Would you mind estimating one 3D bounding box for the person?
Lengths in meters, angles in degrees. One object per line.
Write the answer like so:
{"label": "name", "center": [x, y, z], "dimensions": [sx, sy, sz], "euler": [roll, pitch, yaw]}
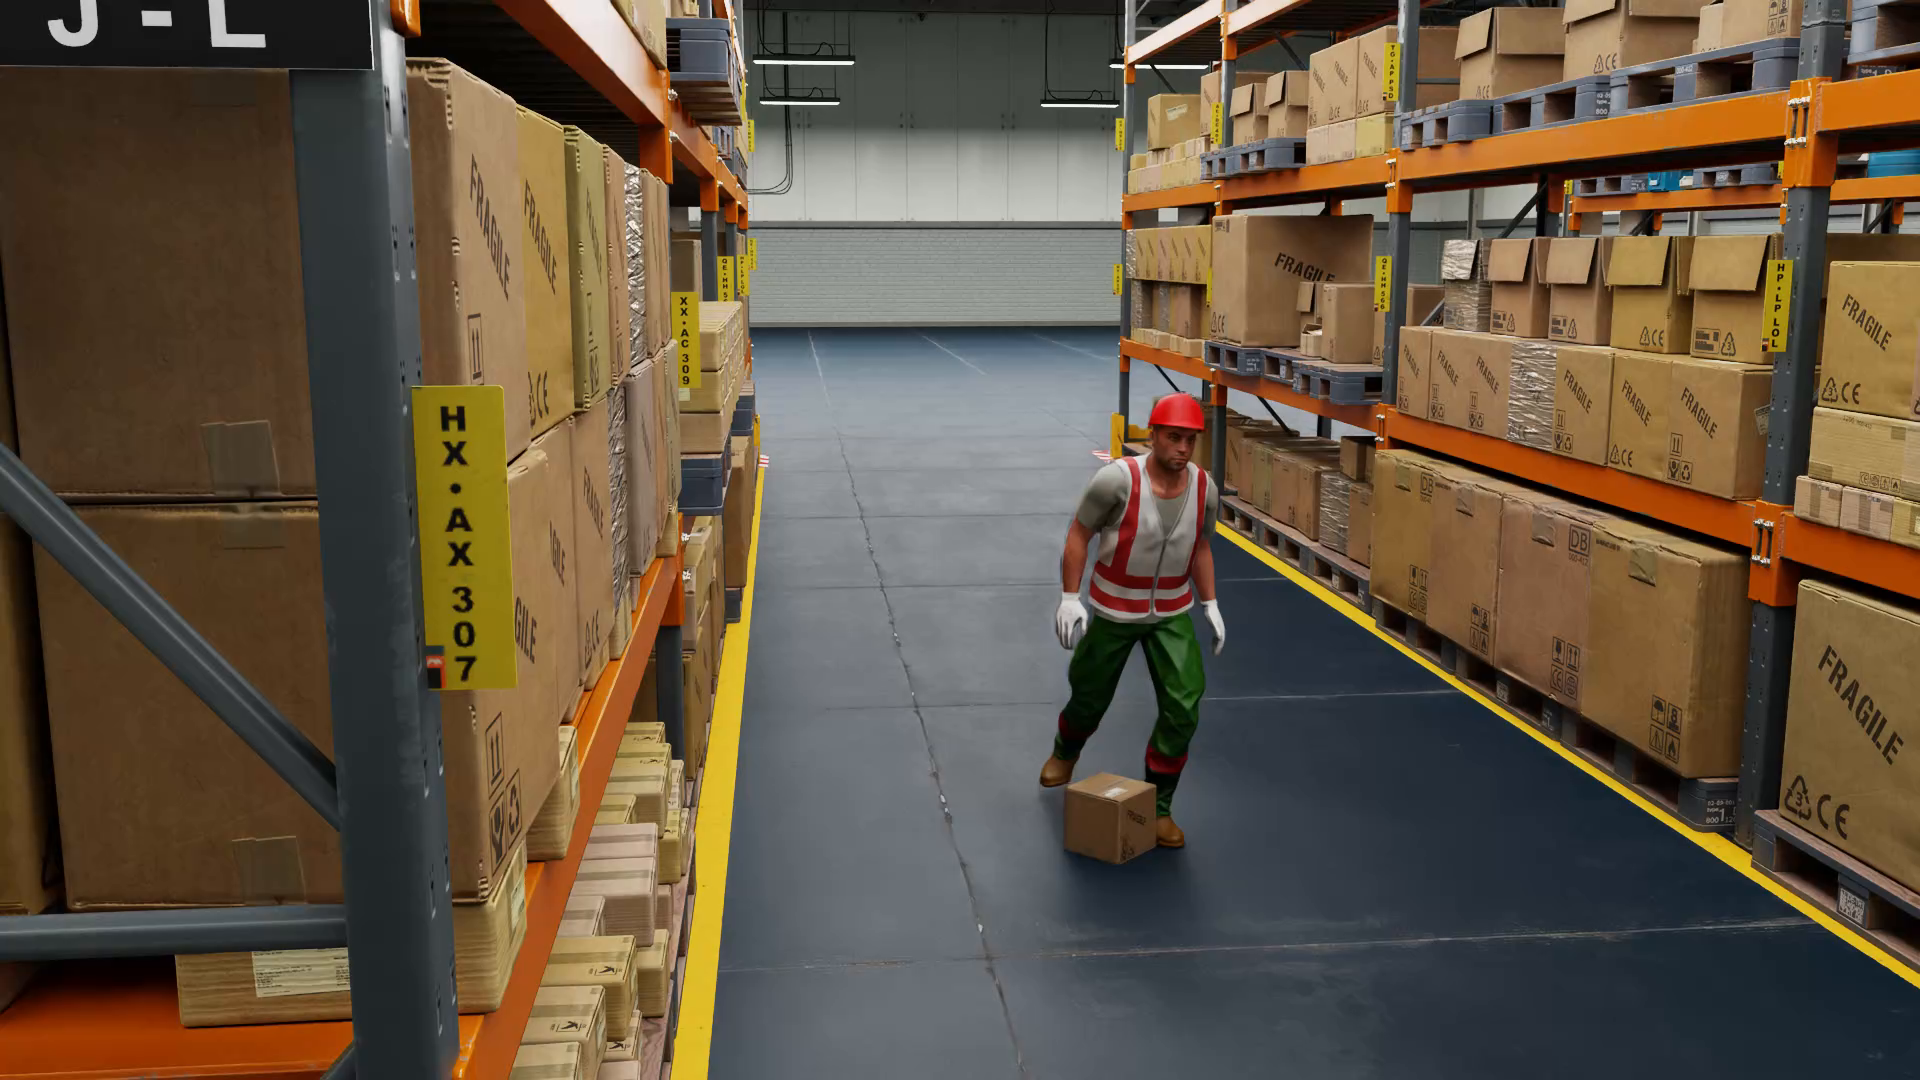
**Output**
{"label": "person", "center": [0.672, 0.263, 6.482], "dimensions": [0.682, 1.718, 0.862], "euler": [-2, 10, -13]}
